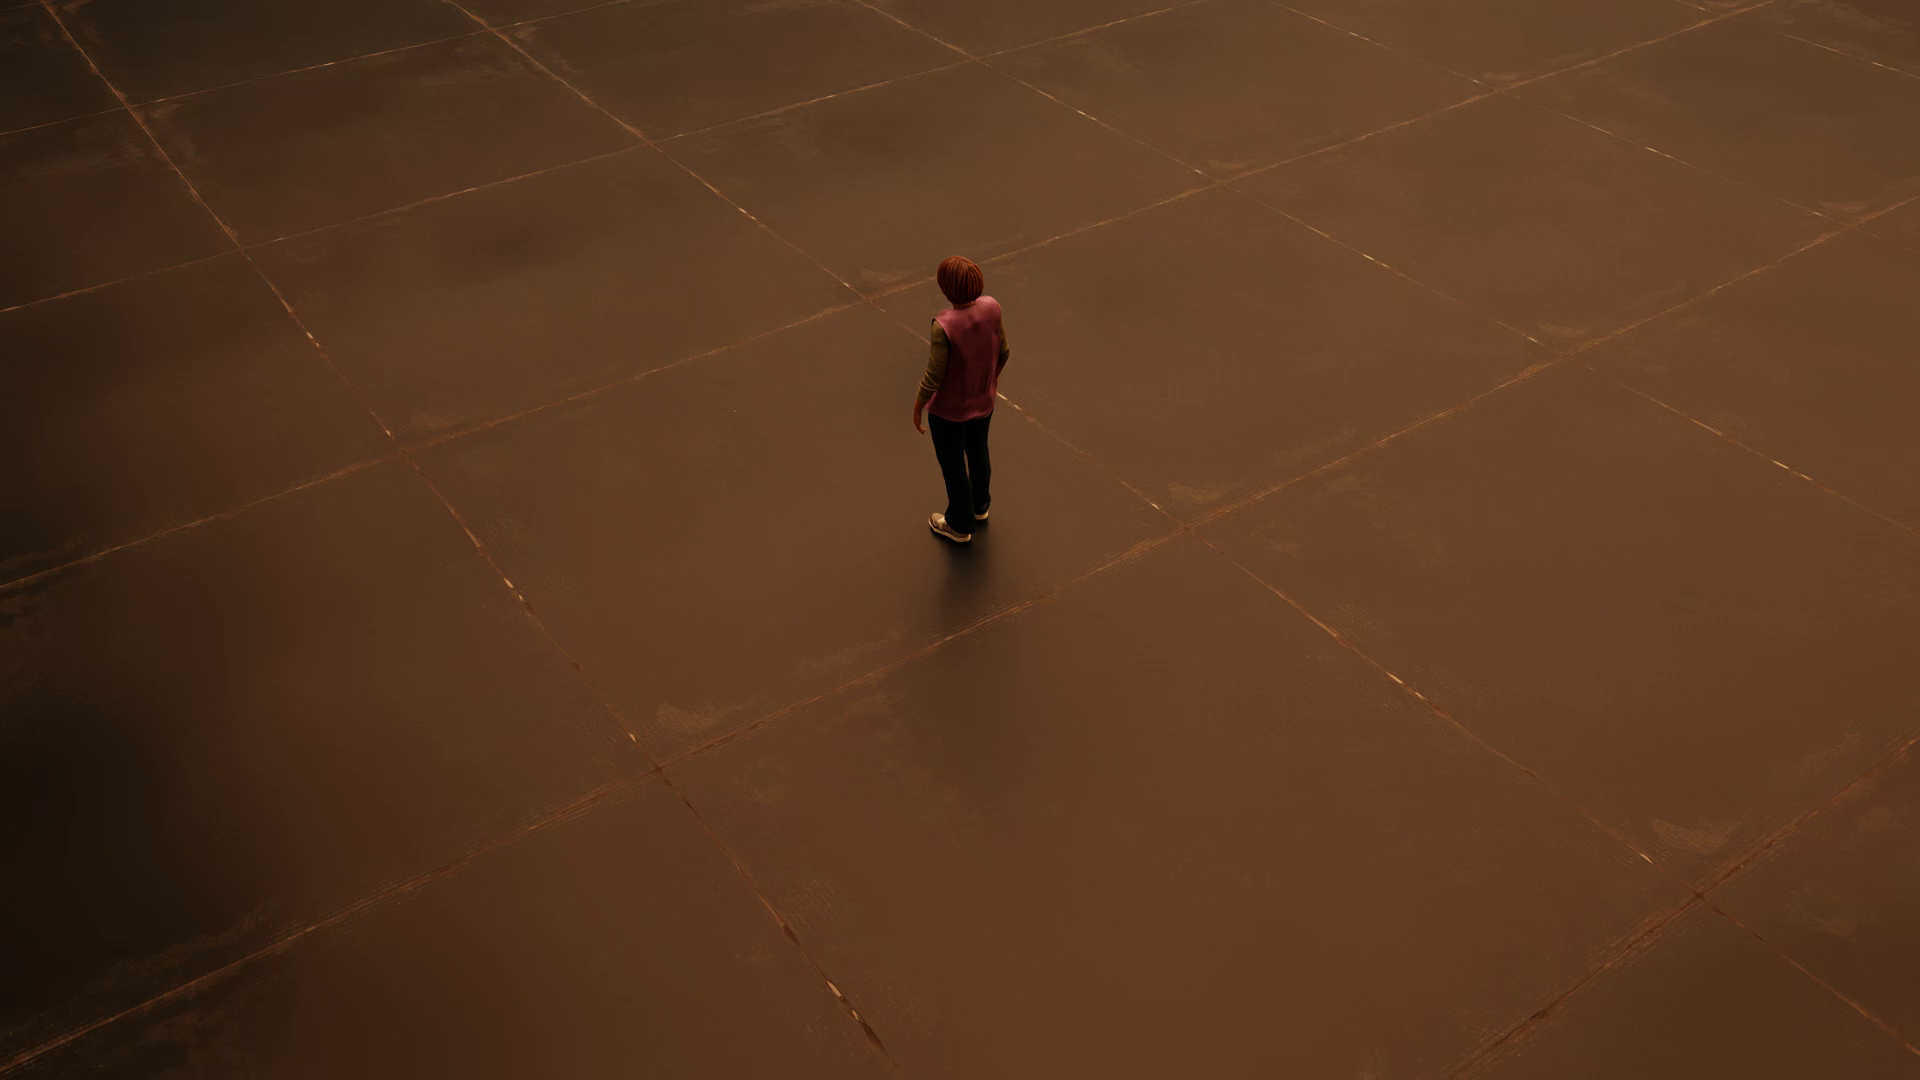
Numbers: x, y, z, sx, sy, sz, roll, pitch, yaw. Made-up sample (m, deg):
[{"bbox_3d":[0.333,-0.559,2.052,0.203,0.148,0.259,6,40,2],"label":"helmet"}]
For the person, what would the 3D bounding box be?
[{"bbox_3d":[-0.031,-0.689,7.986,0.520,1.597,0.476,-23,42,-28],"label":"person"}]
